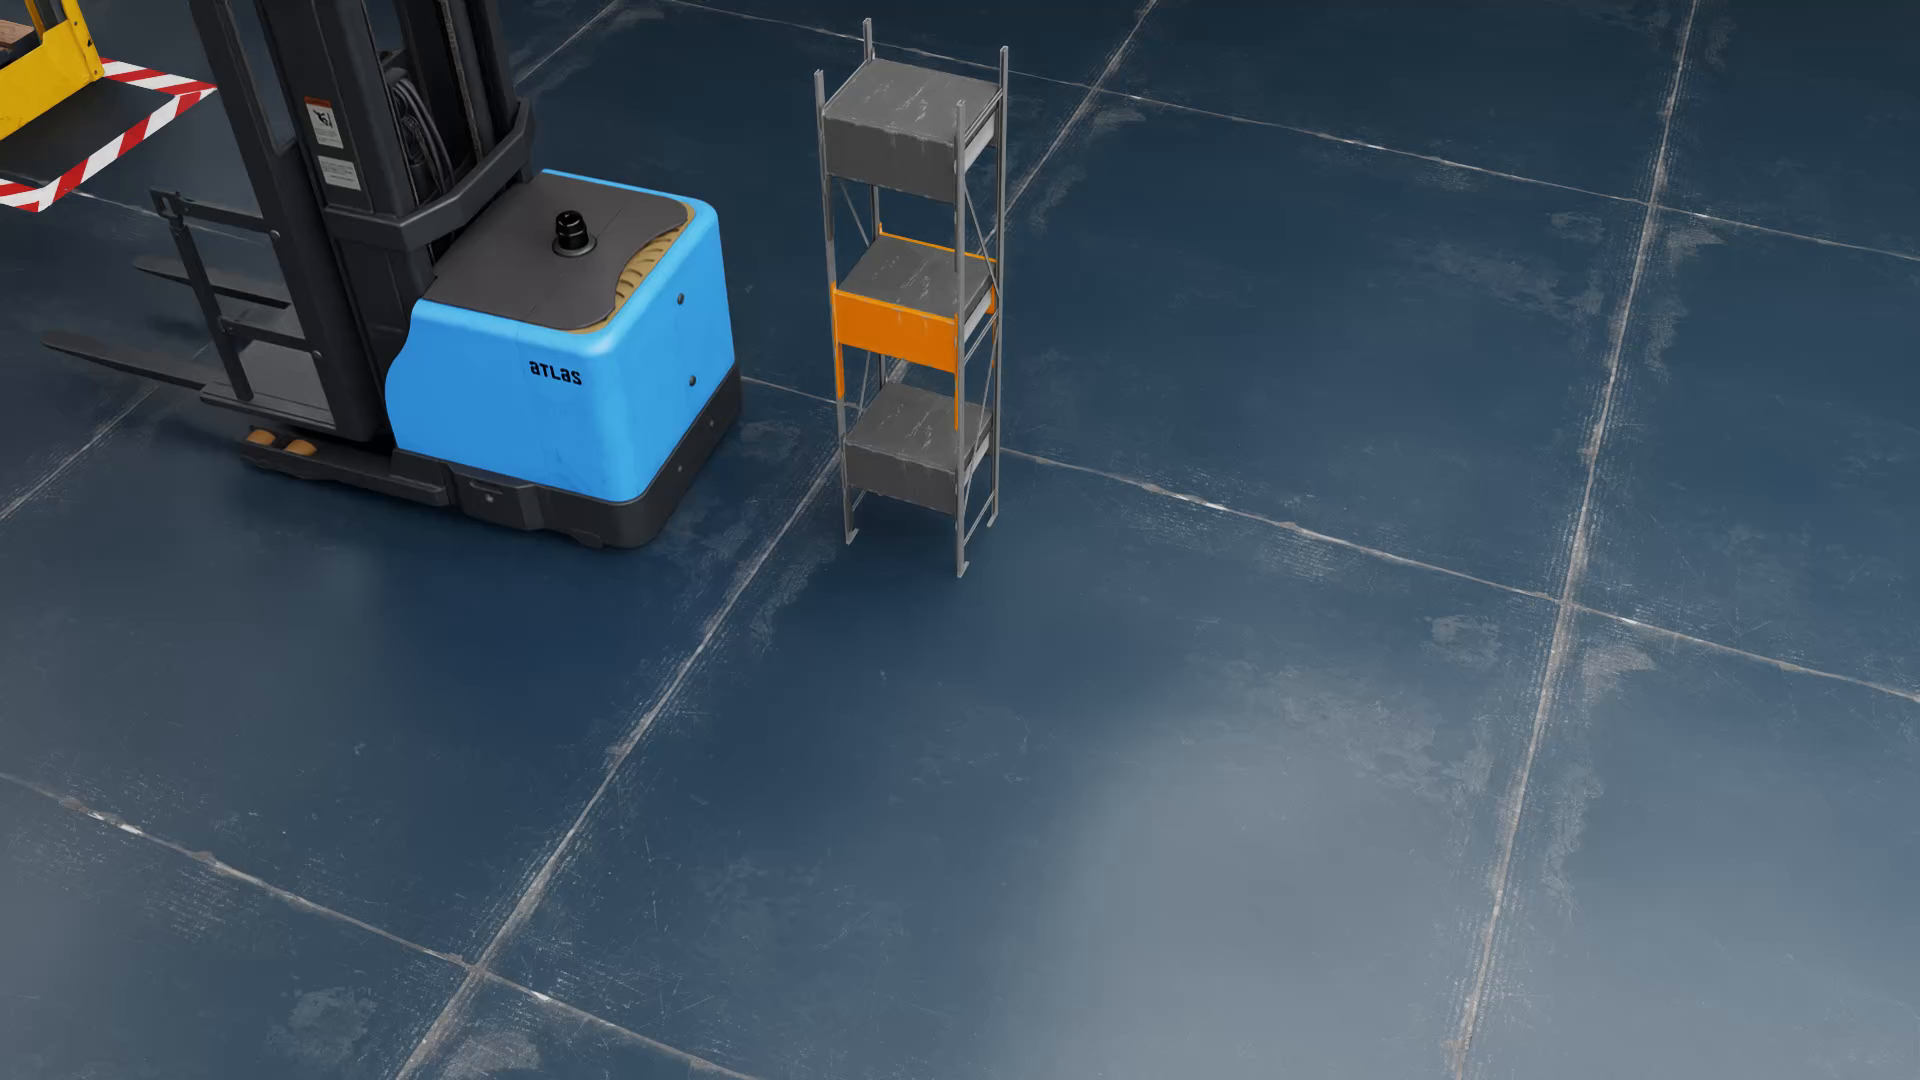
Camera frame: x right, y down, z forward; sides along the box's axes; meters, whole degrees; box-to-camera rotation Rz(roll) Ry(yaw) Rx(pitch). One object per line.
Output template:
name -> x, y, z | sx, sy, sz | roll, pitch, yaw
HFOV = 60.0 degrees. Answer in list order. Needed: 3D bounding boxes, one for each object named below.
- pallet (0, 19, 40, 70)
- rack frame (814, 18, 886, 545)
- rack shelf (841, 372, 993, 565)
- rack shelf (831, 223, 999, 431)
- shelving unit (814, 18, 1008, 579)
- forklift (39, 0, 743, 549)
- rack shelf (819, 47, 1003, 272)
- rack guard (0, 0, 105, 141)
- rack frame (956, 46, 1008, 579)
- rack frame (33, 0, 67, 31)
pallet -> -5.933, -2.640, 9.254 | 1.213, 0.211, 1.003 | 16, 47, 16
rack frame -> -0.378, -0.856, 6.121 | 0.015, 2.100, 0.400 | 16, 47, 16
rack shelf -> -0.153, -0.283, 6.558 | 0.480, 0.518, 0.431 | 16, 47, 16
rack shelf -> -0.153, -0.780, 6.064 | 0.480, 0.518, 0.431 | 16, 47, 16
shelving unit -> -0.153, -0.789, 6.055 | 0.503, 2.100, 0.431 | 16, 47, 16
forklift -> -2.518, -1.634, 6.314 | 3.031, 2.935, 1.130 | 14, 46, 13
rack shelf -> -0.153, -1.276, 5.570 | 0.480, 0.518, 0.431 | 16, 47, 16
rack guard -> -5.197, -2.499, 8.907 | 0.348, 0.500, 1.175 | 16, 47, 16
rack frame -> 0.072, -0.723, 5.988 | 0.015, 2.100, 0.400 | 16, 47, 16
rack frame -> -5.127, -3.364, 8.004 | 0.127, 3.000, 1.000 | 16, 47, 16
